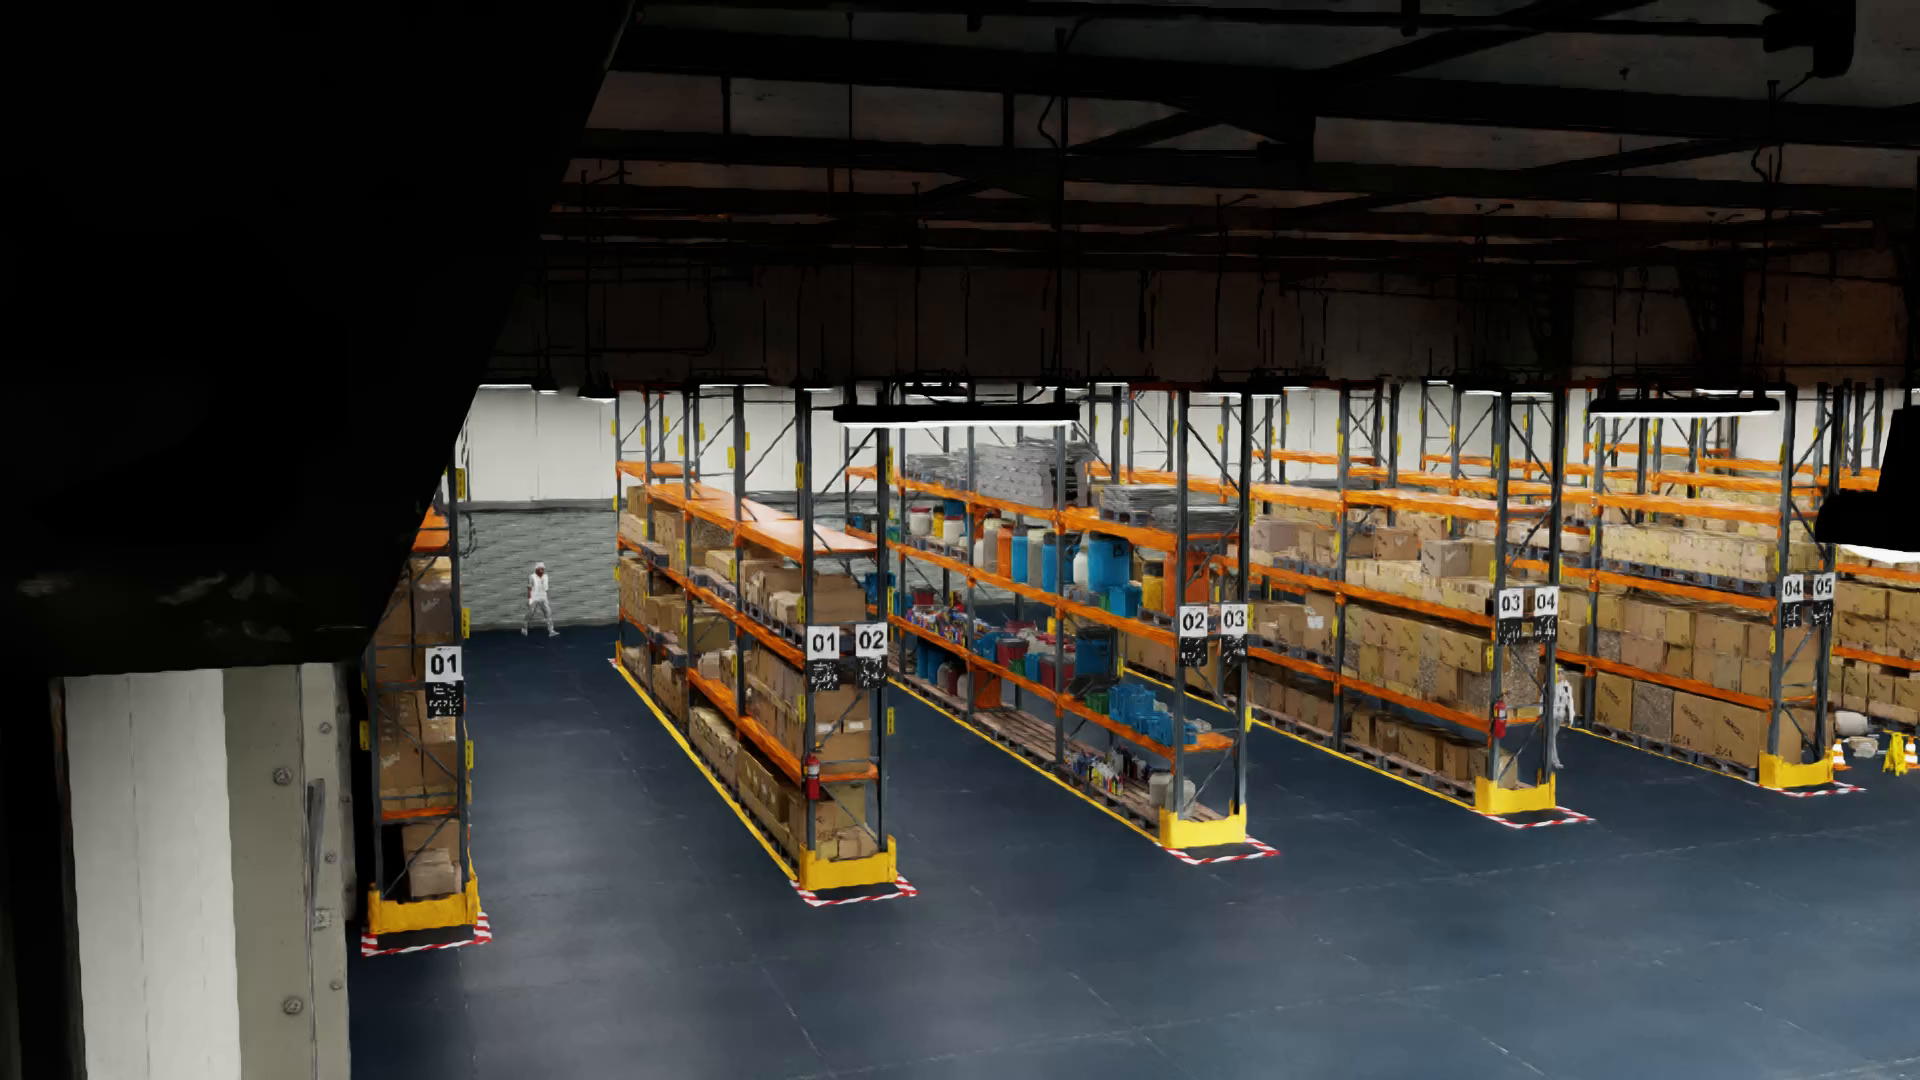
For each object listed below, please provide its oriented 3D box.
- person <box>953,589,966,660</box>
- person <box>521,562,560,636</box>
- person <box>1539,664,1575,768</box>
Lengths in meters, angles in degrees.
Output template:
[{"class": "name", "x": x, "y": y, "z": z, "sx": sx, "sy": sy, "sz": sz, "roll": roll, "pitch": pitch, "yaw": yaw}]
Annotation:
[{"class": "person", "x": -0.131, "y": 1.848, "z": 34.466, "sx": 0.759, "sy": 1.675, "sz": 0.650, "roll": 6, "pitch": 8, "yaw": 44}, {"class": "person", "x": -9.816, "y": 1.374, "z": 38.685, "sx": 0.598, "sy": 1.755, "sz": 0.947, "roll": -6, "pitch": 8, "yaw": -45}, {"class": "person", "x": 9.416, "y": 2.736, "z": 26.233, "sx": 0.483, "sy": 1.619, "sz": 0.990, "roll": -1, "pitch": 6, "yaw": -10}]
